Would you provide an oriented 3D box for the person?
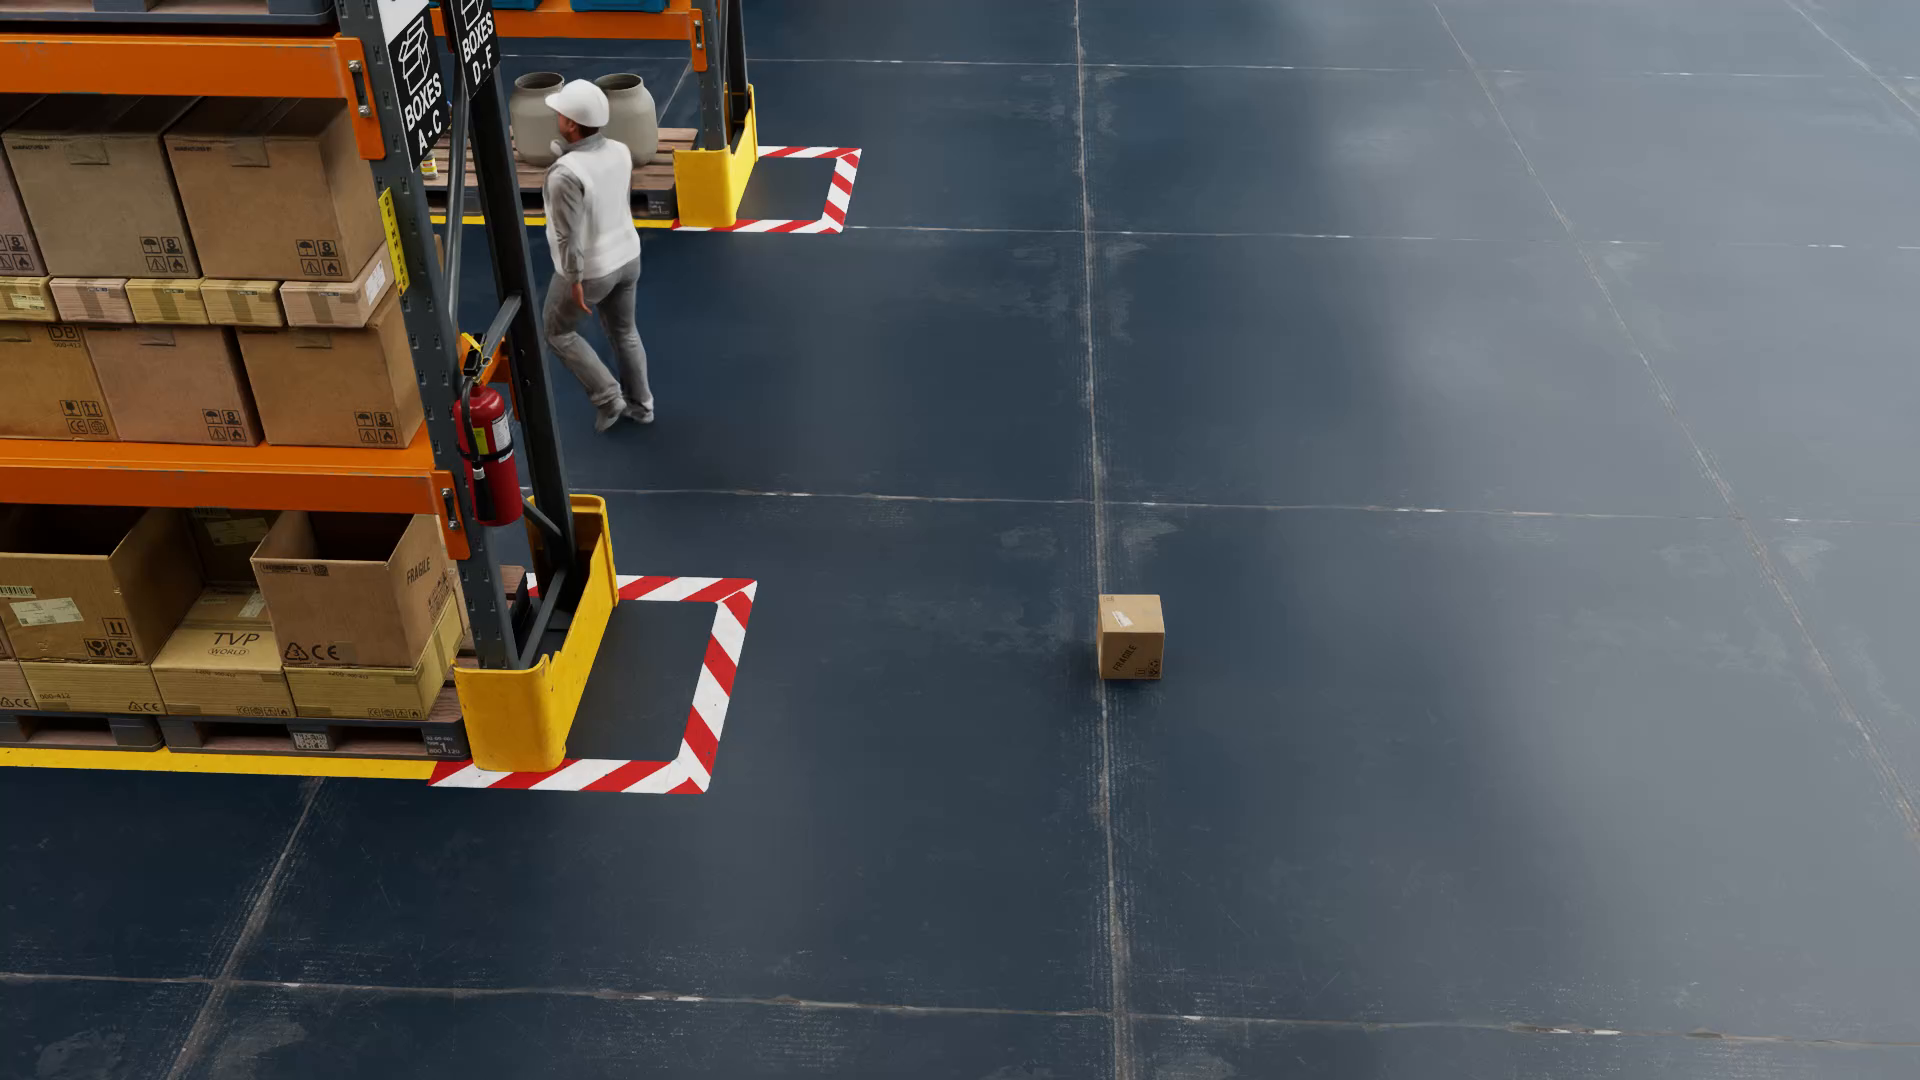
[{"bbox_3d":[-1.766,-1.335,7.969,0.447,1.784,0.527,22,41,28],"label":"person"}]
